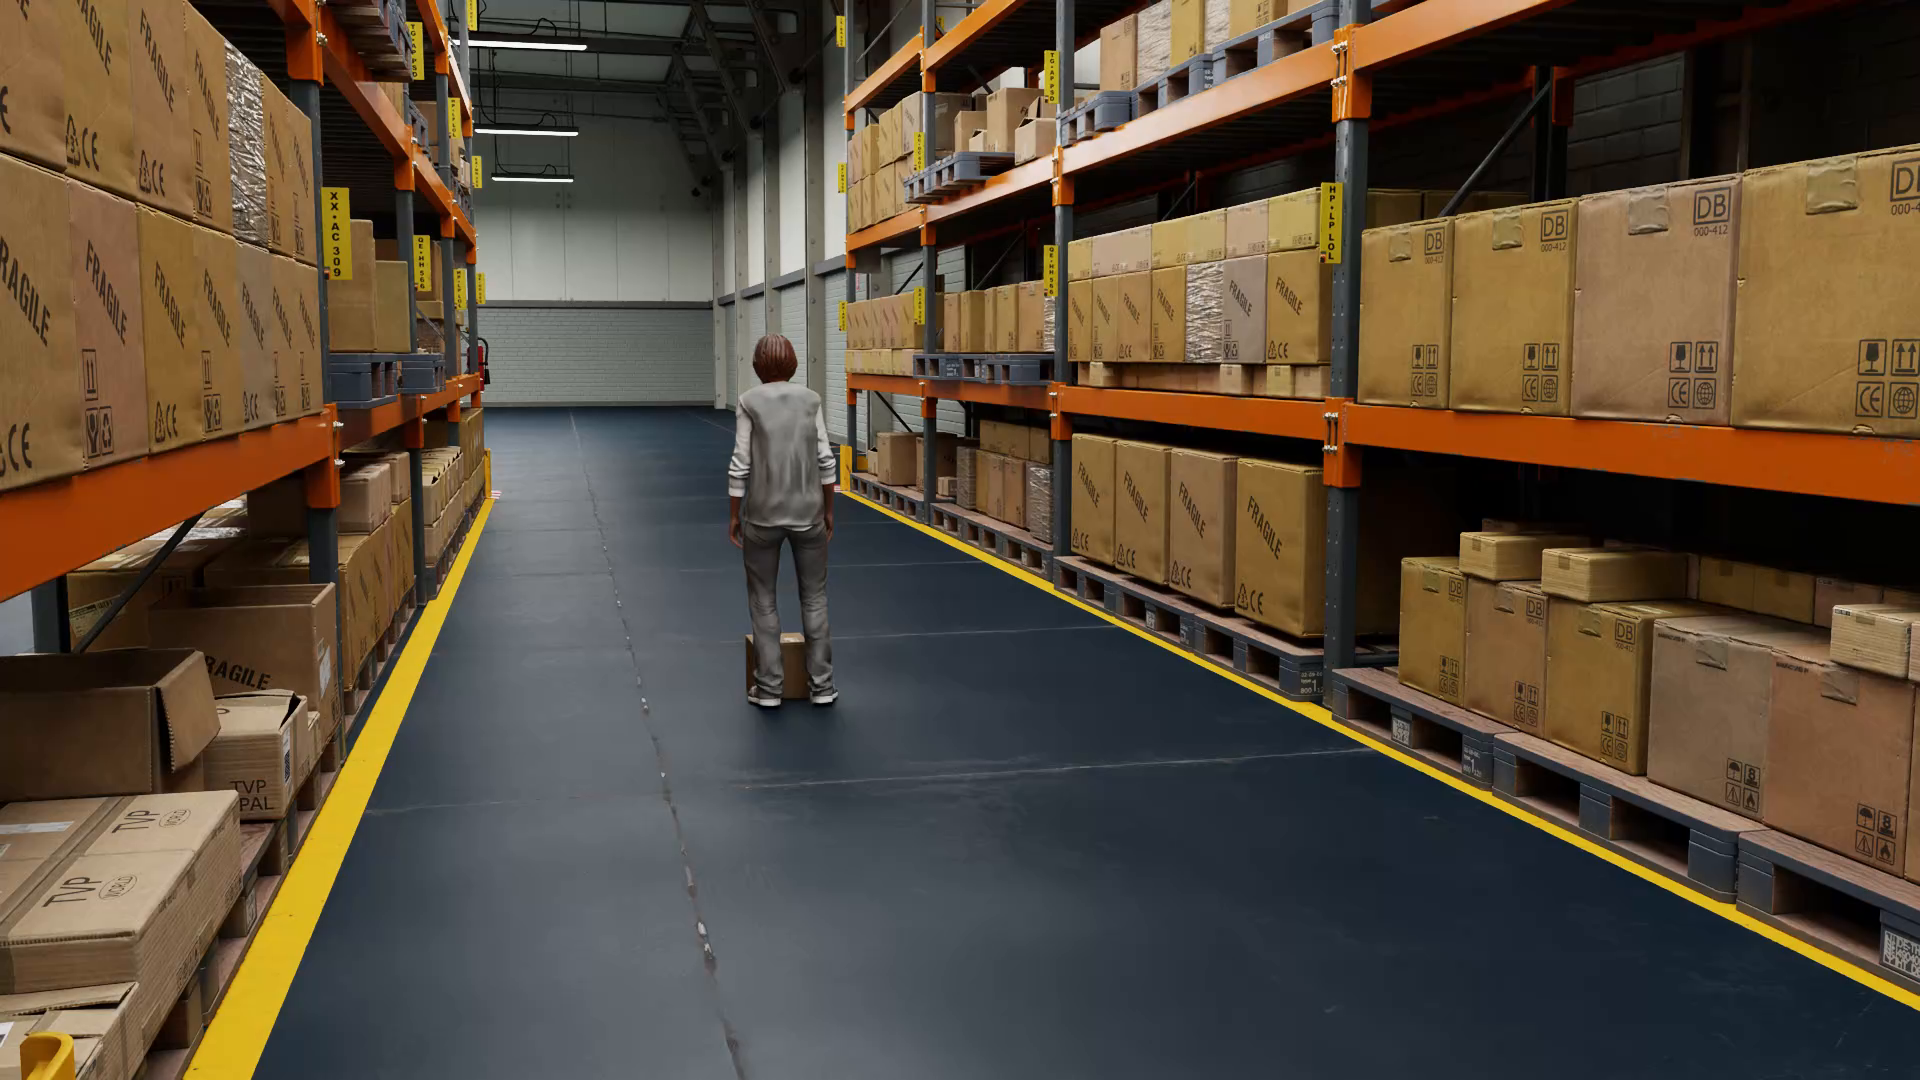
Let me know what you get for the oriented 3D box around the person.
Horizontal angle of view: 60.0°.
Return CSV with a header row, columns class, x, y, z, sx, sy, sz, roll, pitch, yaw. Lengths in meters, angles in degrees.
class,x,y,z,sx,sy,sz,roll,pitch,yaw
person,-0.751,-0.081,7.105,0.484,1.593,0.346,-2,7,-17
